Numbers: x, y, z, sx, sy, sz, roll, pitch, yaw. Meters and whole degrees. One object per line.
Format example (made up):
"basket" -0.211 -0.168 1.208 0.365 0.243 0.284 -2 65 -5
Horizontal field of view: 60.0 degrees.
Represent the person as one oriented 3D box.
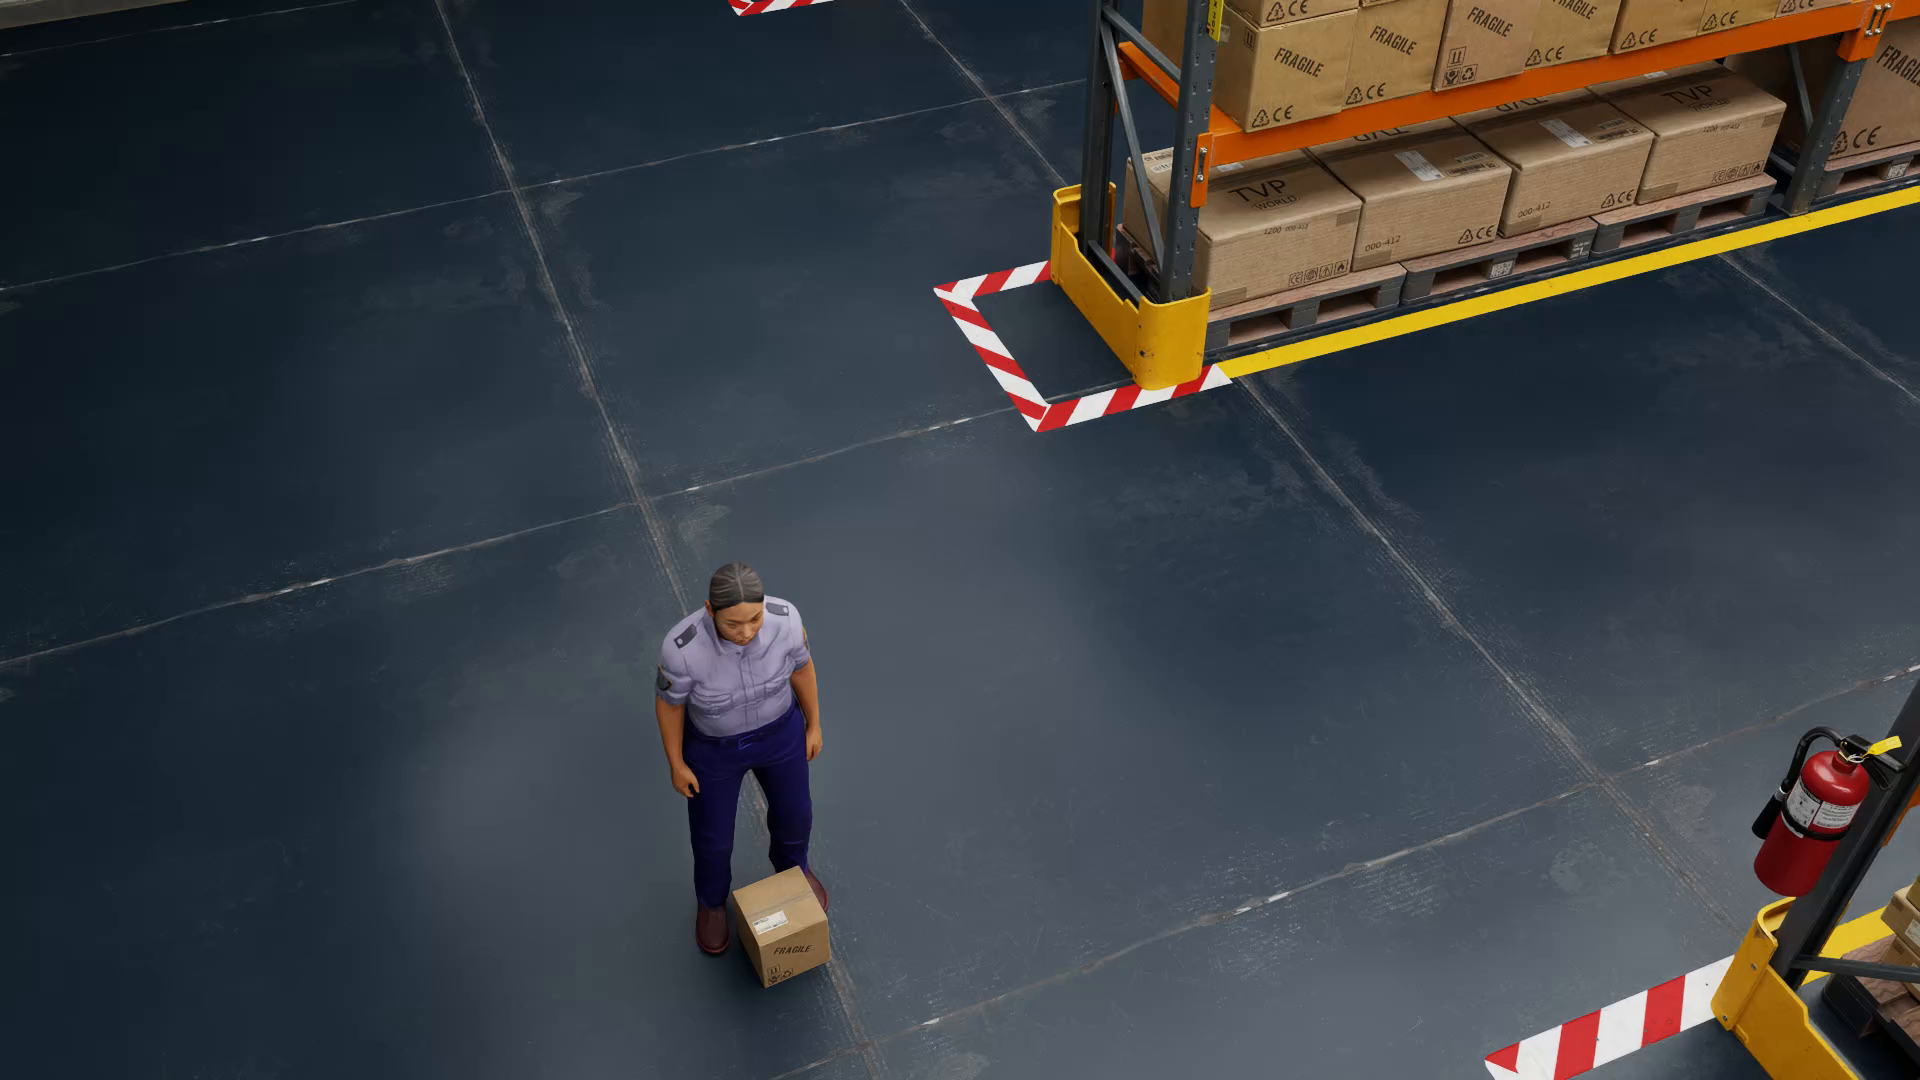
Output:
"person" -0.711 0.671 5.431 0.543 1.637 0.367 -16 44 -17
